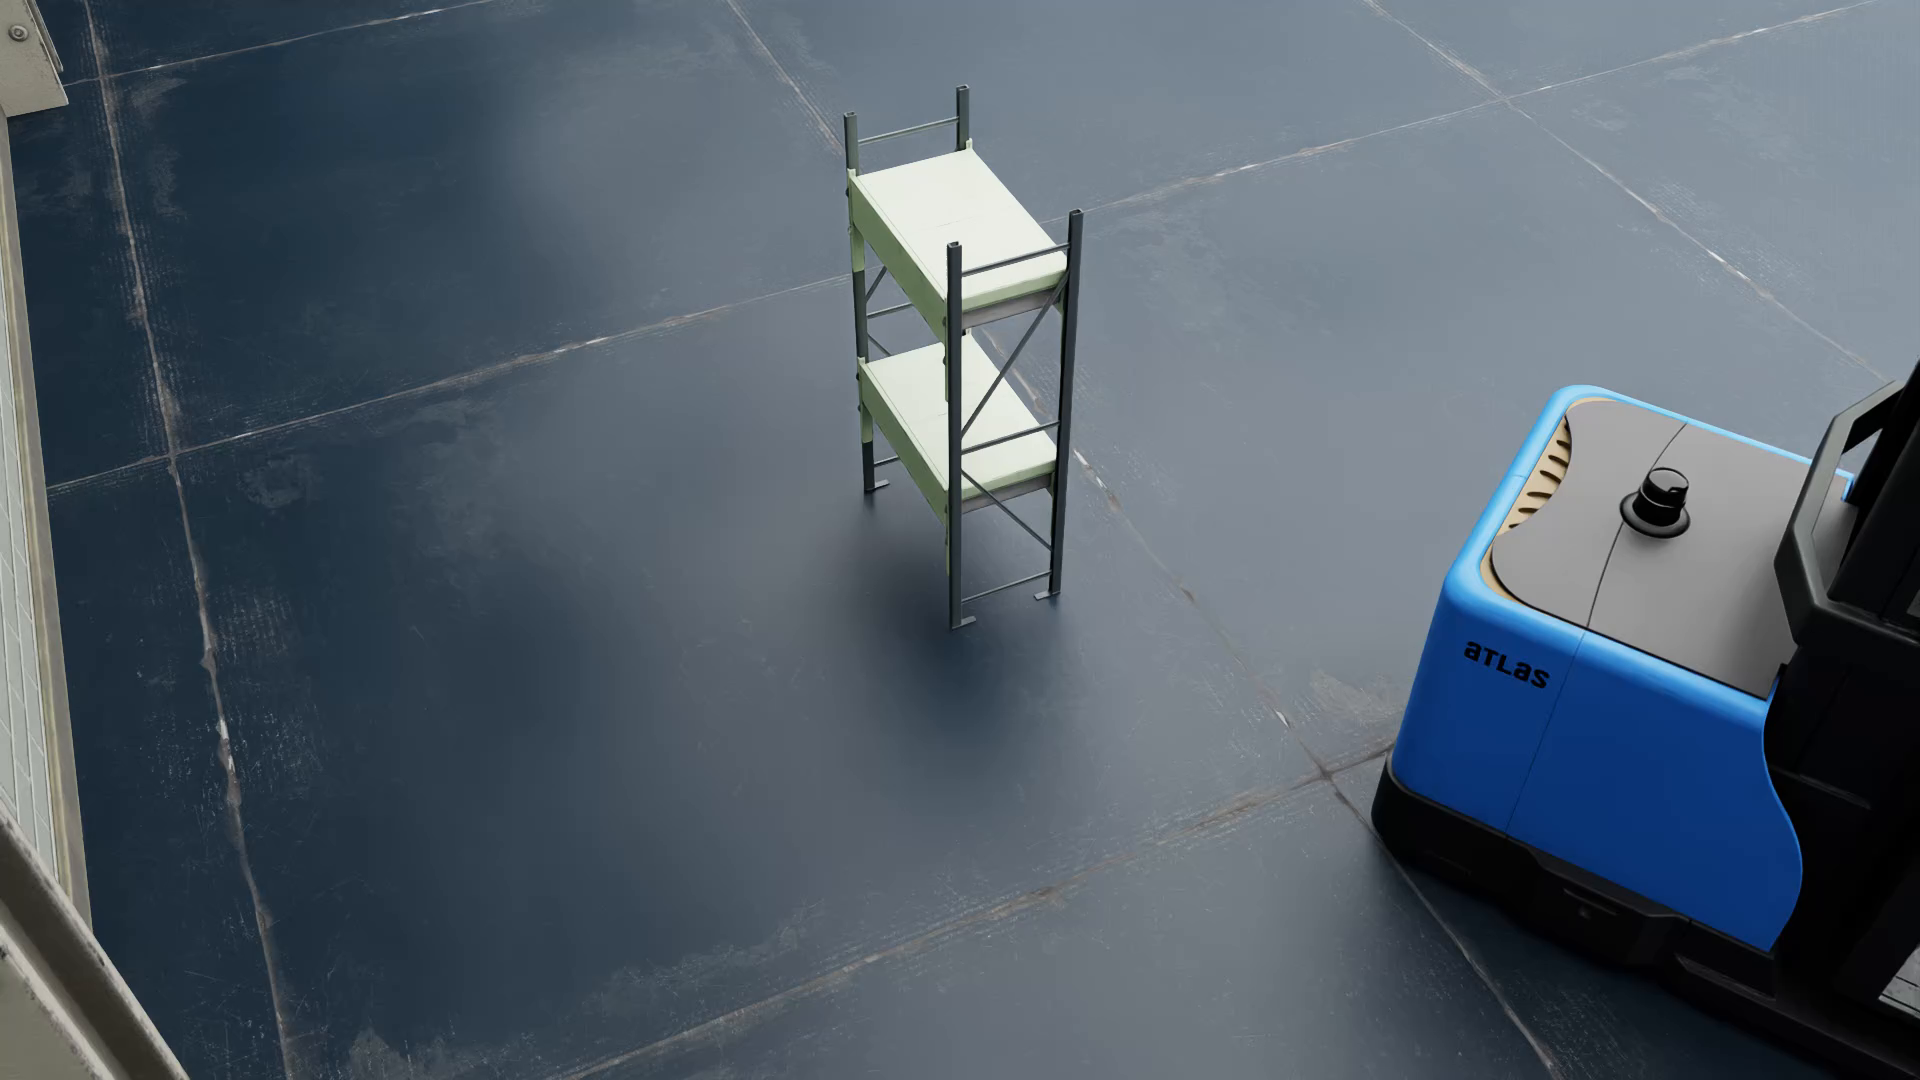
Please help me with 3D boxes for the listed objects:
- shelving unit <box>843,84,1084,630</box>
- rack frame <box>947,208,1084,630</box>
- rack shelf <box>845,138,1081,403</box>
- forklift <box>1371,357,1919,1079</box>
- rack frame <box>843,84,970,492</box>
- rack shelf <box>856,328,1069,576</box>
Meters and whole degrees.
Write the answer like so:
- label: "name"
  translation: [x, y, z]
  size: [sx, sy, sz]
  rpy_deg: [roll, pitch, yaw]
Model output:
- label: "shelving unit"
  translation: [-0.003, -0.538, 5.228]
  size: [0.431, 1.500, 0.755]
  rpy_deg: [-18, 47, -17]
- label: "rack frame"
  translation: [0.151, -0.305, 4.991]
  size: [0.400, 1.500, 0.023]
  rpy_deg: [-18, 47, -17]
- label: "rack shelf"
  translation: [-0.003, -0.816, 4.953]
  size: [0.431, 0.370, 0.720]
  rpy_deg: [-18, 47, -17]
- label: "forklift"
  translation: [2.716, 0.096, 3.566]
  size: [3.031, 2.935, 1.130]
  rpy_deg: [24, 49, 22]
- label: "rack frame"
  translation: [-0.157, -0.771, 5.464]
  size: [0.400, 1.500, 0.023]
  rpy_deg: [-18, 47, -17]
- label: "rack shelf"
  translation: [-0.003, -0.306, 5.457]
  size: [0.431, 0.370, 0.720]
  rpy_deg: [-18, 47, -17]
